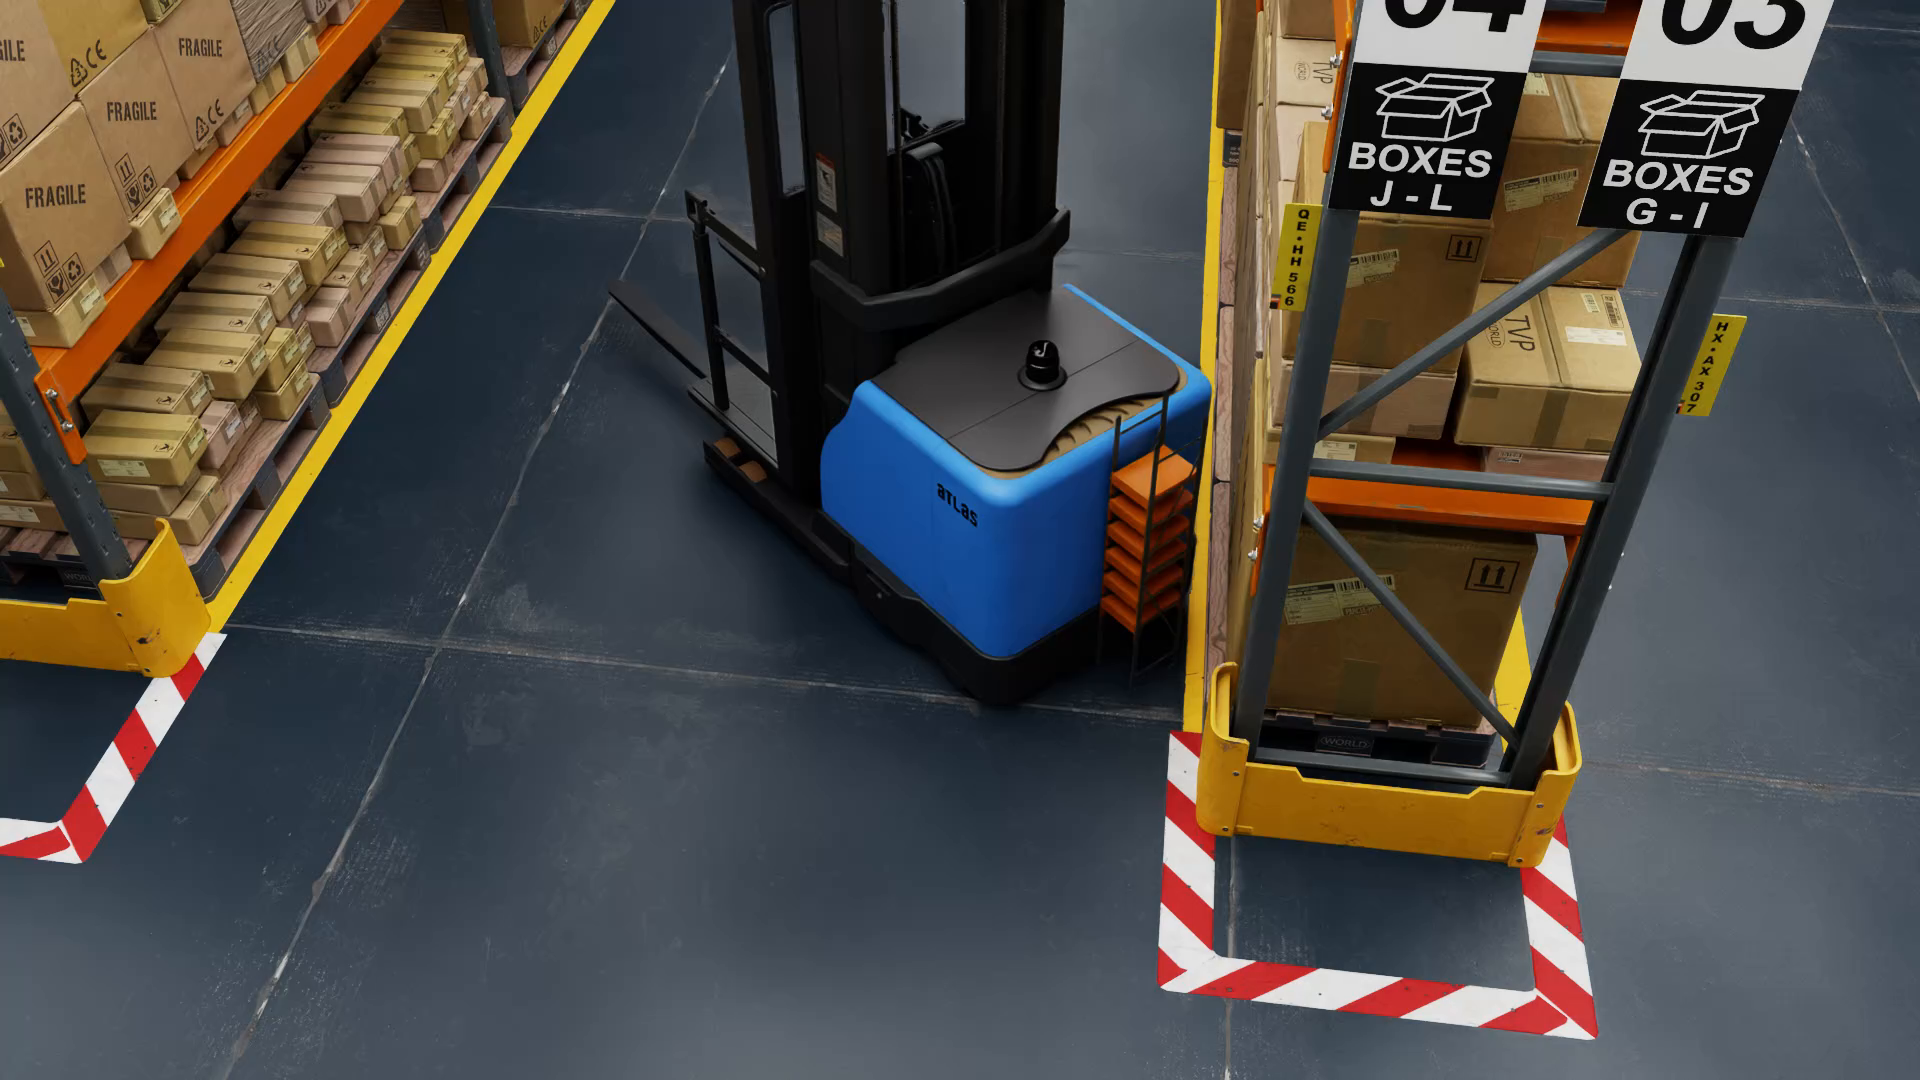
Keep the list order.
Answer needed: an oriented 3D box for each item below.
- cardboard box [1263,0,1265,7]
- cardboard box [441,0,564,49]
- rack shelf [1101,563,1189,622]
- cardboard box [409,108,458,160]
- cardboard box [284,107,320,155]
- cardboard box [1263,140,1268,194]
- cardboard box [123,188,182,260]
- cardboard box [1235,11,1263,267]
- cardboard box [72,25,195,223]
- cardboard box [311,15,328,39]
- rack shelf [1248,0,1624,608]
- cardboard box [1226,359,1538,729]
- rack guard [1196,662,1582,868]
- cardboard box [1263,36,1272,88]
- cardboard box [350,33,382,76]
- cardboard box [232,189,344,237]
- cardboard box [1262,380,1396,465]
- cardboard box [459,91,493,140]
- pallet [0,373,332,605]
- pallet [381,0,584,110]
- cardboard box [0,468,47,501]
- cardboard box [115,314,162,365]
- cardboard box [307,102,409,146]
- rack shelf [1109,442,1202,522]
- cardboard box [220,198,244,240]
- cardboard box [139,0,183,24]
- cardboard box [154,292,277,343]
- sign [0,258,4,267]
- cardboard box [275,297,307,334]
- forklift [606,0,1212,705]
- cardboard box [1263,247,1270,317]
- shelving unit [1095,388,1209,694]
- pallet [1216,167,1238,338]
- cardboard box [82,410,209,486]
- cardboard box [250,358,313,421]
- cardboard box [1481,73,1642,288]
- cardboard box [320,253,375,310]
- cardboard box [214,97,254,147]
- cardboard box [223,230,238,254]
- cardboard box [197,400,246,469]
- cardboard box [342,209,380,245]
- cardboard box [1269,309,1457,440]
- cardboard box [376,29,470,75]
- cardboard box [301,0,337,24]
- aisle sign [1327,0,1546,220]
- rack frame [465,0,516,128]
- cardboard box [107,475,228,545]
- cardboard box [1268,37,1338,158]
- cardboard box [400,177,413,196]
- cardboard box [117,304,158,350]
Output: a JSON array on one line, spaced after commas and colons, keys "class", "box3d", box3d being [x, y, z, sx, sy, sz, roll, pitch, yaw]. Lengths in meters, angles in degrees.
[{"class": "cardboard box", "box3d": [1.537, -2.452, 7.340, 0.380, 0.149, 0.250, 4, 44, 4]}, {"class": "cardboard box", "box3d": [-2.602, -3.137, 9.394, 0.500, 0.500, 0.500, 7, 44, 7]}, {"class": "rack shelf", "box3d": [0.661, 0.152, 5.956, 0.258, 0.103, 0.180, -29, 51, -27]}, {"class": "cardboard box", "box3d": [-2.730, -2.025, 8.259, 0.380, 0.149, 0.250, 4, 44, 4]}, {"class": "cardboard box", "box3d": [-3.305, -1.992, 8.007, 0.380, 0.149, 0.250, 4, 44, 4]}, {"class": "cardboard box", "box3d": [1.335, -1.391, 6.220, 0.380, 0.149, 0.250, 6, 44, 6]}, {"class": "cardboard box", "box3d": [-3.042, -1.143, 5.958, 0.380, 0.149, 0.250, 4, 44, 4]}, {"class": "cardboard box", "box3d": [1.774, -1.832, 7.743, 0.875, 0.875, 0.875, 5, 44, 6]}, {"class": "cardboard box", "box3d": [-3.112, -1.479, 5.842, 0.500, 0.500, 0.500, 5, 44, 6]}, {"class": "cardboard box", "box3d": [-2.940, -2.214, 7.089, 0.380, 0.149, 0.250, 5, 44, 5]}, {"class": "rack shelf", "box3d": [1.676, -1.269, 6.432, 1.077, 0.370, 4.000, 5, 44, 6]}, {"class": "cardboard box", "box3d": [1.417, 0.008, 5.800, 0.875, 0.875, 0.875, 5, 44, 6]}, {"class": "rack guard", "box3d": [1.409, 0.757, 5.587, 1.175, 0.500, 0.348, 5, 44, 6]}, {"class": "cardboard box", "box3d": [1.436, -1.919, 6.777, 0.380, 0.149, 0.250, 5, 44, 5]}, {"class": "cardboard box", "box3d": [-3.213, -2.531, 8.576, 0.380, 0.149, 0.250, 7, 44, 7]}, {"class": "cardboard box", "box3d": [-2.992, -1.425, 7.409, 0.380, 0.149, 0.250, 5, 44, 6]}, {"class": "cardboard box", "box3d": [1.133, -0.349, 5.119, 0.380, 0.149, 0.250, 6, 44, 6]}, {"class": "cardboard box", "box3d": [-2.676, -2.232, 8.694, 0.380, 0.149, 0.250, 6, 44, 6]}, {"class": "pallet", "box3d": [-3.339, -0.277, 6.889, 1.003, 0.211, 1.213, 5, 44, 6]}, {"class": "pallet", "box3d": [-2.861, -2.931, 9.692, 1.003, 0.211, 1.213, 5, 44, 6]}, {"class": "cardboard box", "box3d": [-3.704, -0.298, 6.435, 0.380, 0.149, 0.250, 4, 44, 4]}, {"class": "cardboard box", "box3d": [-3.500, -0.826, 6.993, 0.380, 0.149, 0.250, 5, 44, 5]}, {"class": "cardboard box", "box3d": [-2.883, -1.963, 7.976, 0.380, 0.149, 0.250, 7, 44, 7]}, {"class": "rack shelf", "box3d": [0.661, -0.196, 5.626, 0.258, 0.103, 0.180, -29, 51, -27]}, {"class": "cardboard box", "box3d": [-3.445, -1.468, 7.454, 0.380, 0.149, 0.250, 5, 44, 6]}, {"class": "cardboard box", "box3d": [-3.017, -2.173, 5.847, 0.500, 0.500, 0.500, 4, 44, 5]}, {"class": "cardboard box", "box3d": [-3.057, -0.882, 6.835, 0.380, 0.149, 0.250, 3, 44, 3]}, {"class": "sign", "box3d": [-2.953, -0.952, 4.944, 0.100, 0.325, 0.005, 5, 44, 6]}, {"class": "cardboard box", "box3d": [-3.048, -0.957, 7.131, 0.380, 0.149, 0.250, 3, 44, 3]}, {"class": "forklift", "box3d": [-0.420, -1.420, 6.118, 1.130, 2.935, 3.031, -29, 51, -27]}, {"class": "cardboard box", "box3d": [1.234, -0.868, 5.668, 0.380, 0.149, 0.250, 6, 44, 6]}, {"class": "shelving unit", "box3d": [0.661, 0.033, 5.843, 0.258, 1.200, 0.189, -29, 51, -27]}, {"class": "pallet", "box3d": [1.763, -1.370, 8.043, 1.003, 0.211, 1.213, 5, 44, 6]}, {"class": "cardboard box", "box3d": [-3.085, -0.347, 6.270, 0.380, 0.149, 0.250, 3, 44, 4]}, {"class": "cardboard box", "box3d": [-2.983, -0.652, 7.025, 0.380, 0.149, 0.250, 6, 44, 6]}, {"class": "cardboard box", "box3d": [1.809, -1.137, 5.116, 0.500, 0.500, 0.500, 4, 44, 4]}, {"class": "cardboard box", "box3d": [-2.913, -1.188, 7.591, 0.380, 0.149, 0.250, 5, 44, 6]}, {"class": "cardboard box", "box3d": [-3.023, -1.680, 6.525, 0.380, 0.149, 0.250, 4, 44, 5]}, {"class": "cardboard box", "box3d": [-3.520, -1.370, 7.567, 0.380, 0.149, 0.250, 6, 44, 6]}, {"class": "cardboard box", "box3d": [-3.075, -0.428, 6.572, 0.380, 0.149, 0.250, 5, 44, 5]}, {"class": "cardboard box", "box3d": [-2.930, -1.507, 7.712, 0.380, 0.149, 0.250, 3, 44, 4]}, {"class": "cardboard box", "box3d": [1.213, -0.575, 5.069, 0.500, 0.250, 0.500, 5, 44, 5]}, {"class": "cardboard box", "box3d": [-2.751, -2.480, 8.523, 0.380, 0.149, 0.250, 6, 44, 7]}, {"class": "cardboard box", "box3d": [-2.883, -2.510, 6.930, 0.500, 0.500, 0.500, 5, 44, 5]}, {"class": "aisle sign", "box3d": [1.105, -1.090, 3.828, 0.394, 0.787, 0.004, 5, 44, 6]}, {"class": "rack frame", "box3d": [-2.962, -3.413, 8.173, 1.000, 3.000, 0.127, 5, 44, 6]}, {"class": "cardboard box", "box3d": [-3.105, -0.132, 6.476, 0.380, 0.149, 0.250, 6, 44, 6]}, {"class": "cardboard box", "box3d": [1.412, -1.623, 6.175, 0.500, 0.250, 0.500, 5, 44, 6]}, {"class": "cardboard box", "box3d": [-2.920, -1.708, 8.141, 0.380, 0.149, 0.250, 4, 44, 4]}, {"class": "cardboard box", "box3d": [-3.577, -0.929, 6.885, 0.380, 0.149, 0.250, 4, 44, 4]}]
